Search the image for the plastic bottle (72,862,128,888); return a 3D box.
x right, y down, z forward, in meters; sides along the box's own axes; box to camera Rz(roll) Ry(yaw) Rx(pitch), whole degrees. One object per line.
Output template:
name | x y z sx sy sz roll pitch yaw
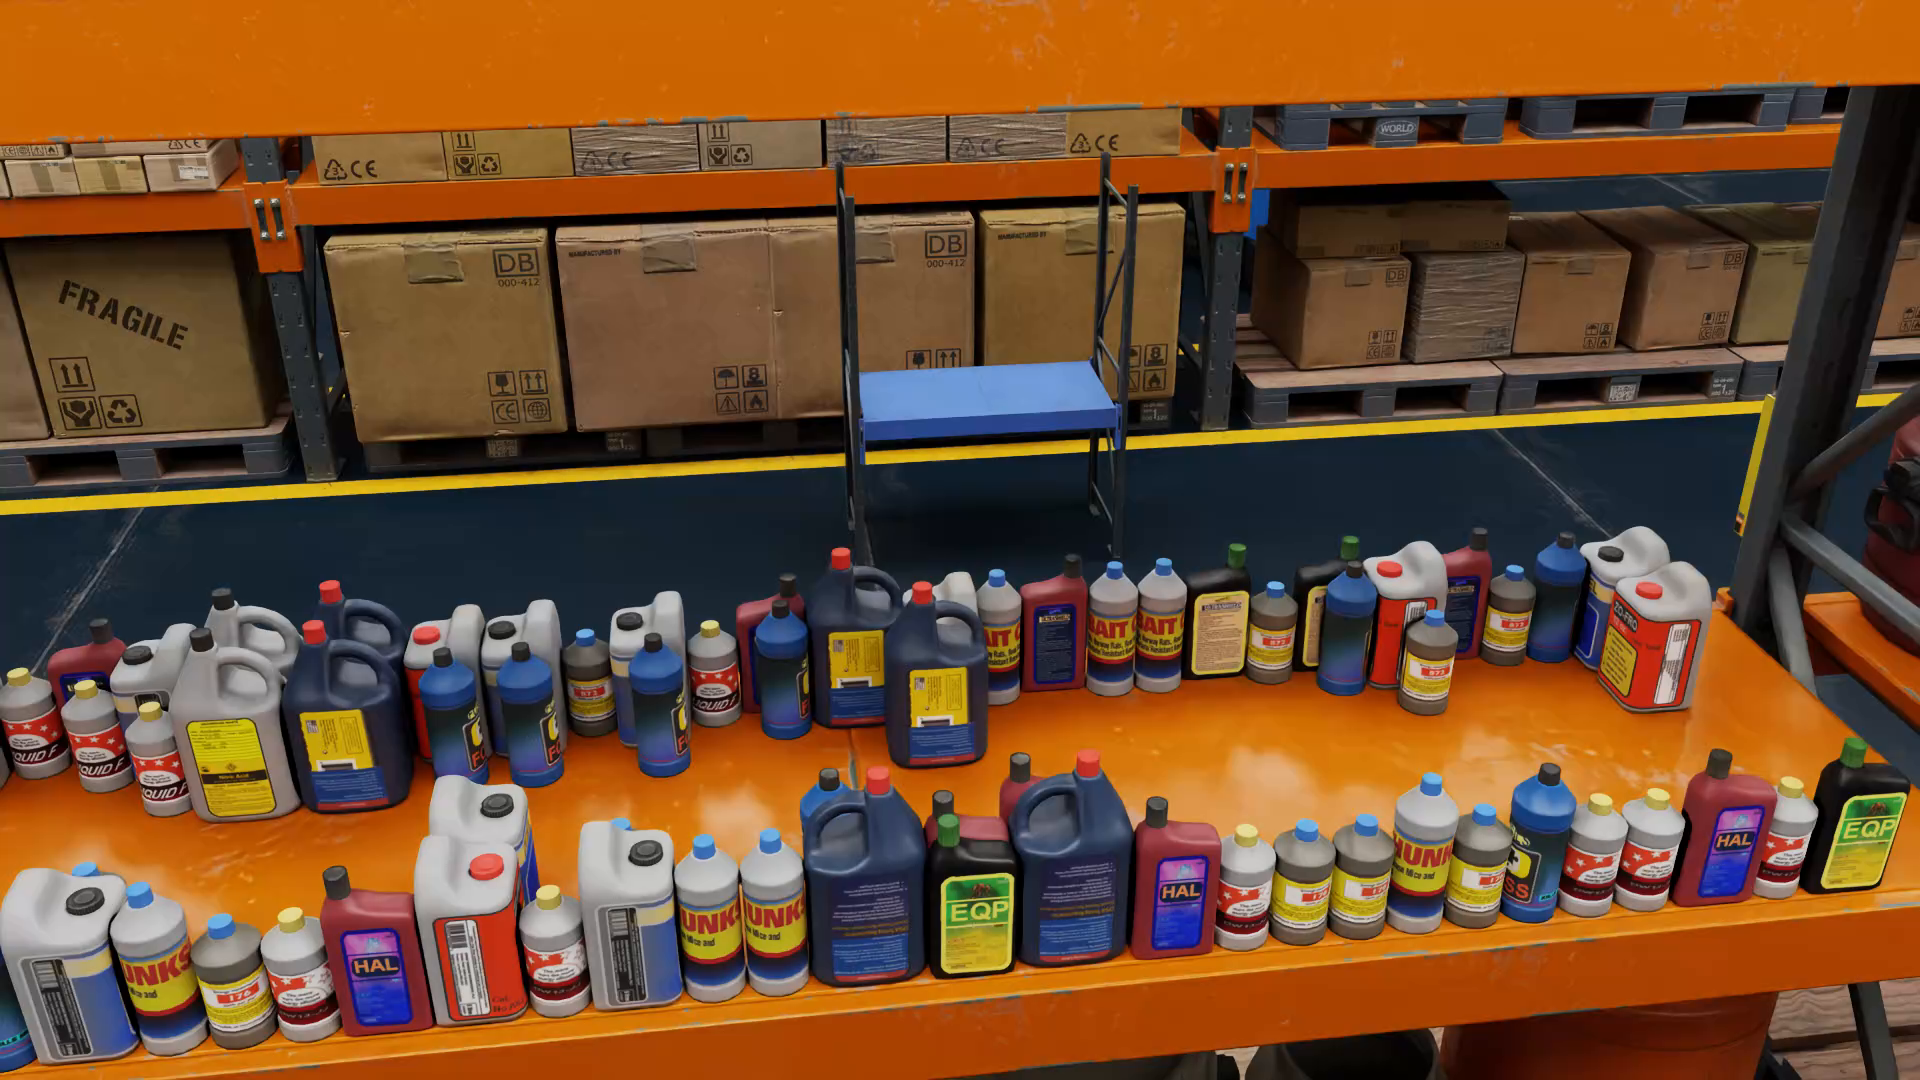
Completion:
plastic bottle | -1.316 0.584 2.544 0.097 0.201 0.097 0 27 0

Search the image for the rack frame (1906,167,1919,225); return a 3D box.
rack frame | 5.078 -2.317 7.980 0.127 3.000 1.000 -4 27 -7

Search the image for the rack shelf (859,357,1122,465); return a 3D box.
rack shelf | 0.084 -0.513 6.500 1.000 0.185 0.538 -4 27 -7

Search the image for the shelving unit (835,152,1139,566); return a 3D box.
shelving unit | 0.084 -0.673 6.418 1.048 1.500 0.538 -4 27 -7

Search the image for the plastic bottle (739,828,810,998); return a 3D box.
plastic bottle | -0.281 0.556 2.521 0.097 0.271 0.097 0 27 0

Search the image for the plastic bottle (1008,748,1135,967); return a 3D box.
plastic bottle | 0.170 0.481 2.581 0.185 0.351 0.144 -4 27 -7

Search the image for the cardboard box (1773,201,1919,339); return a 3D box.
cardboard box | 4.467 -1.371 8.393 0.500 0.500 0.700 -6 28 -11

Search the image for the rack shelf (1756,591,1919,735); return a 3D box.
rack shelf | 3.787 0.370 3.532 4.000 0.370 1.077 -4 27 -7

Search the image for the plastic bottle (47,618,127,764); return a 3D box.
plastic bottle | -1.586 0.276 3.053 0.133 0.283 0.061 -4 27 -7

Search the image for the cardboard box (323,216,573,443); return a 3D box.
cardboard box | -2.213 -1.099 7.474 0.875 0.875 1.225 -4 27 -7

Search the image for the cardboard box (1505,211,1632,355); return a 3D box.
cardboard box | 2.885 -1.278 8.211 0.500 0.500 0.700 -1 27 -3

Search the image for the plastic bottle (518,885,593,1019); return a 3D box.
plastic bottle | -0.607 0.608 2.496 0.097 0.201 0.097 0 27 0

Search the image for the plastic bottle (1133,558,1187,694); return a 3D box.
plastic bottle | 0.396 0.163 3.288 0.097 0.271 0.097 0 27 0

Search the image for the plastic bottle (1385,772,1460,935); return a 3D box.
plastic bottle | 0.735 0.491 2.648 0.097 0.271 0.097 0 27 0

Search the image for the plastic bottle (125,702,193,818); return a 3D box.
plastic bottle | -1.411 0.380 2.941 0.097 0.201 0.097 0 27 0

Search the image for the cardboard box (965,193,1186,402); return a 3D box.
cardboard box | 0.430 -1.269 7.806 0.875 0.875 1.225 -5 28 -10

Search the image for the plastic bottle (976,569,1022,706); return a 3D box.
plastic bottle | 0.071 0.184 3.247 0.097 0.271 0.097 0 27 0

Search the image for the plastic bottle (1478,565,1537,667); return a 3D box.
plastic bottle | 1.118 0.148 3.394 0.097 0.201 0.097 0 27 0

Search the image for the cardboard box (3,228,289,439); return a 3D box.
cardboard box | -3.509 -1.044 7.366 0.875 0.875 0.875 -4 27 -7

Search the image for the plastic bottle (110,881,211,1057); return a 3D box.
plastic bottle | -1.162 0.613 2.411 0.097 0.271 0.097 0 27 0

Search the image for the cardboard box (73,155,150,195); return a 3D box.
cardboard box | -3.356 -1.512 6.687 0.250 0.149 0.380 -3 27 -6

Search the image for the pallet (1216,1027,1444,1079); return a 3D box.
pallet | 1.032 1.486 3.622 1.213 0.211 1.003 -4 27 -7

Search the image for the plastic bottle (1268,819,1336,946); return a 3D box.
plastic bottle | 0.542 0.535 2.640 0.097 0.201 0.097 0 27 0

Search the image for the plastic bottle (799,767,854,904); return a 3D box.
plastic bottle | -0.205 0.485 2.660 0.097 0.271 0.097 0 27 0

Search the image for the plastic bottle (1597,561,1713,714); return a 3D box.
plastic bottle | 1.354 0.182 3.245 0.135 0.276 0.152 -4 27 -7

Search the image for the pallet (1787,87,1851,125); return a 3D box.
pallet | 4.301 -2.249 8.057 1.213 0.211 1.003 -4 27 -7

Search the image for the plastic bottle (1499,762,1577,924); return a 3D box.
plastic bottle | 0.928 0.479 2.672 0.097 0.271 0.097 0 27 0

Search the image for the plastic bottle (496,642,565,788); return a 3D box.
plastic bottle | -0.779 0.308 3.004 0.097 0.271 0.097 0 27 0

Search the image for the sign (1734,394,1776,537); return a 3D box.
sign | 1.723 -0.144 3.567 0.005 0.325 0.100 -4 27 -7

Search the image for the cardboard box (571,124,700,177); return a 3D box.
cardboard box | -1.361 -1.833 6.927 0.500 0.500 0.500 -4 27 -8

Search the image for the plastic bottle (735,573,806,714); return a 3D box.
plastic bottle | -0.362 0.198 3.207 0.133 0.283 0.061 -4 27 -7

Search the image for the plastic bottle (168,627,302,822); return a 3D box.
plastic bottle | -1.269 0.312 2.911 0.185 0.351 0.144 -4 27 -7

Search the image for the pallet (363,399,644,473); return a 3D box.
pallet | -2.091 -0.650 7.787 1.213 0.211 1.003 -4 27 -7

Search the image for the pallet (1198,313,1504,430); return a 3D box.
pallet | 1.891 -0.871 8.216 1.213 0.211 1.003 -4 27 -7

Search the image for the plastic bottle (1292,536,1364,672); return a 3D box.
plastic bottle | 0.736 0.127 3.344 0.133 0.283 0.061 -4 27 -7

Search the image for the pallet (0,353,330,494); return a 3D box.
pallet | -3.608 -0.554 7.599 1.213 0.211 1.003 -4 27 -7

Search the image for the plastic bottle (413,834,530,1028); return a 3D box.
plastic bottle | -0.726 0.570 2.489 0.135 0.276 0.152 -4 27 -7

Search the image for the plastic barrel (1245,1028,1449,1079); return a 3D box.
plastic barrel | 0.778 1.212 3.368 0.421 0.512 0.421 0 27 0

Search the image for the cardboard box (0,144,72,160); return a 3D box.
cardboard box | -3.757 -1.693 6.602 0.500 0.250 0.500 -3 27 -6

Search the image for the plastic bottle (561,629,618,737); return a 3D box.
plastic bottle | -0.703 0.265 3.166 0.097 0.201 0.097 0 27 0

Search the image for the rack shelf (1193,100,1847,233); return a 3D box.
rack shelf | 3.097 -1.870 7.896 4.000 0.370 1.077 -4 27 -7

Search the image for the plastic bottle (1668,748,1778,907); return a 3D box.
plastic bottle | 1.237 0.462 2.692 0.133 0.283 0.061 -4 27 -7

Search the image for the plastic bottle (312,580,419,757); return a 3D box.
plastic bottle | -1.107 0.235 3.061 0.185 0.351 0.144 -4 27 -7

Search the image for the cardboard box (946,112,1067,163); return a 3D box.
cardboard box | 0.168 -1.934 7.125 0.500 0.500 0.500 -4 27 -8

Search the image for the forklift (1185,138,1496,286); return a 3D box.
forklift | 1.780 -3.106 9.593 1.130 2.935 3.031 -14 30 -25

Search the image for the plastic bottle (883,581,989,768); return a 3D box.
plastic bottle | -0.044 0.237 3.057 0.185 0.351 0.144 -4 27 -7
